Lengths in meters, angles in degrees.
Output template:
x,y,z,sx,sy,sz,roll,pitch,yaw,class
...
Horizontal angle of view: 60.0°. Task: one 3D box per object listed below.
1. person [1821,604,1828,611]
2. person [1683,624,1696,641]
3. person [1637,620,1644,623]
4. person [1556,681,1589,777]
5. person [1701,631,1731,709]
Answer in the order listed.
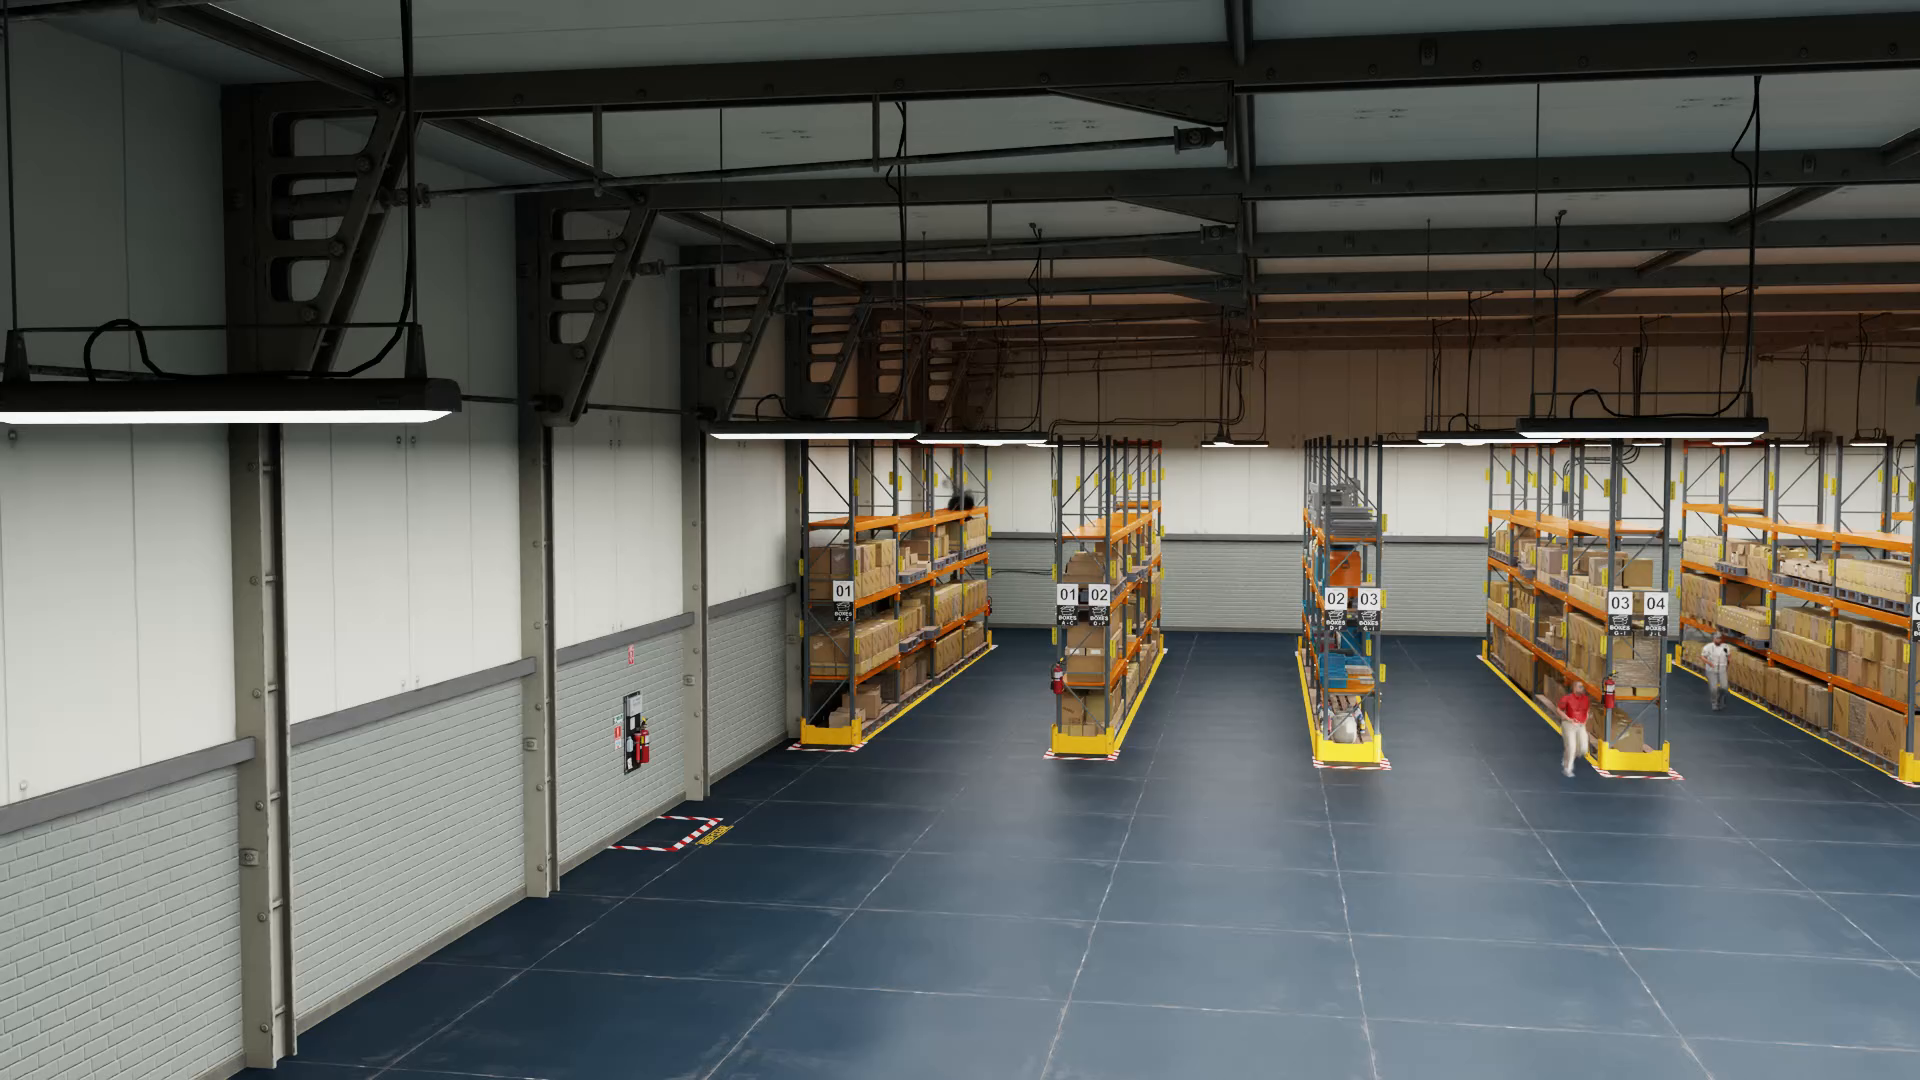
x,y,z,sx,sy,sz,roll,pitch,yaw,class
23.367,2.407,45.231,0.596,1.749,0.682,0,3,8,person
20.133,2.458,45.785,0.536,1.578,0.694,1,3,12,person
17.859,2.498,43.798,0.741,1.712,0.555,1,3,16,person
10.831,3.319,29.247,0.686,1.694,0.590,-1,3,-13,person
16.640,2.867,36.547,0.660,1.743,0.595,1,3,13,person
